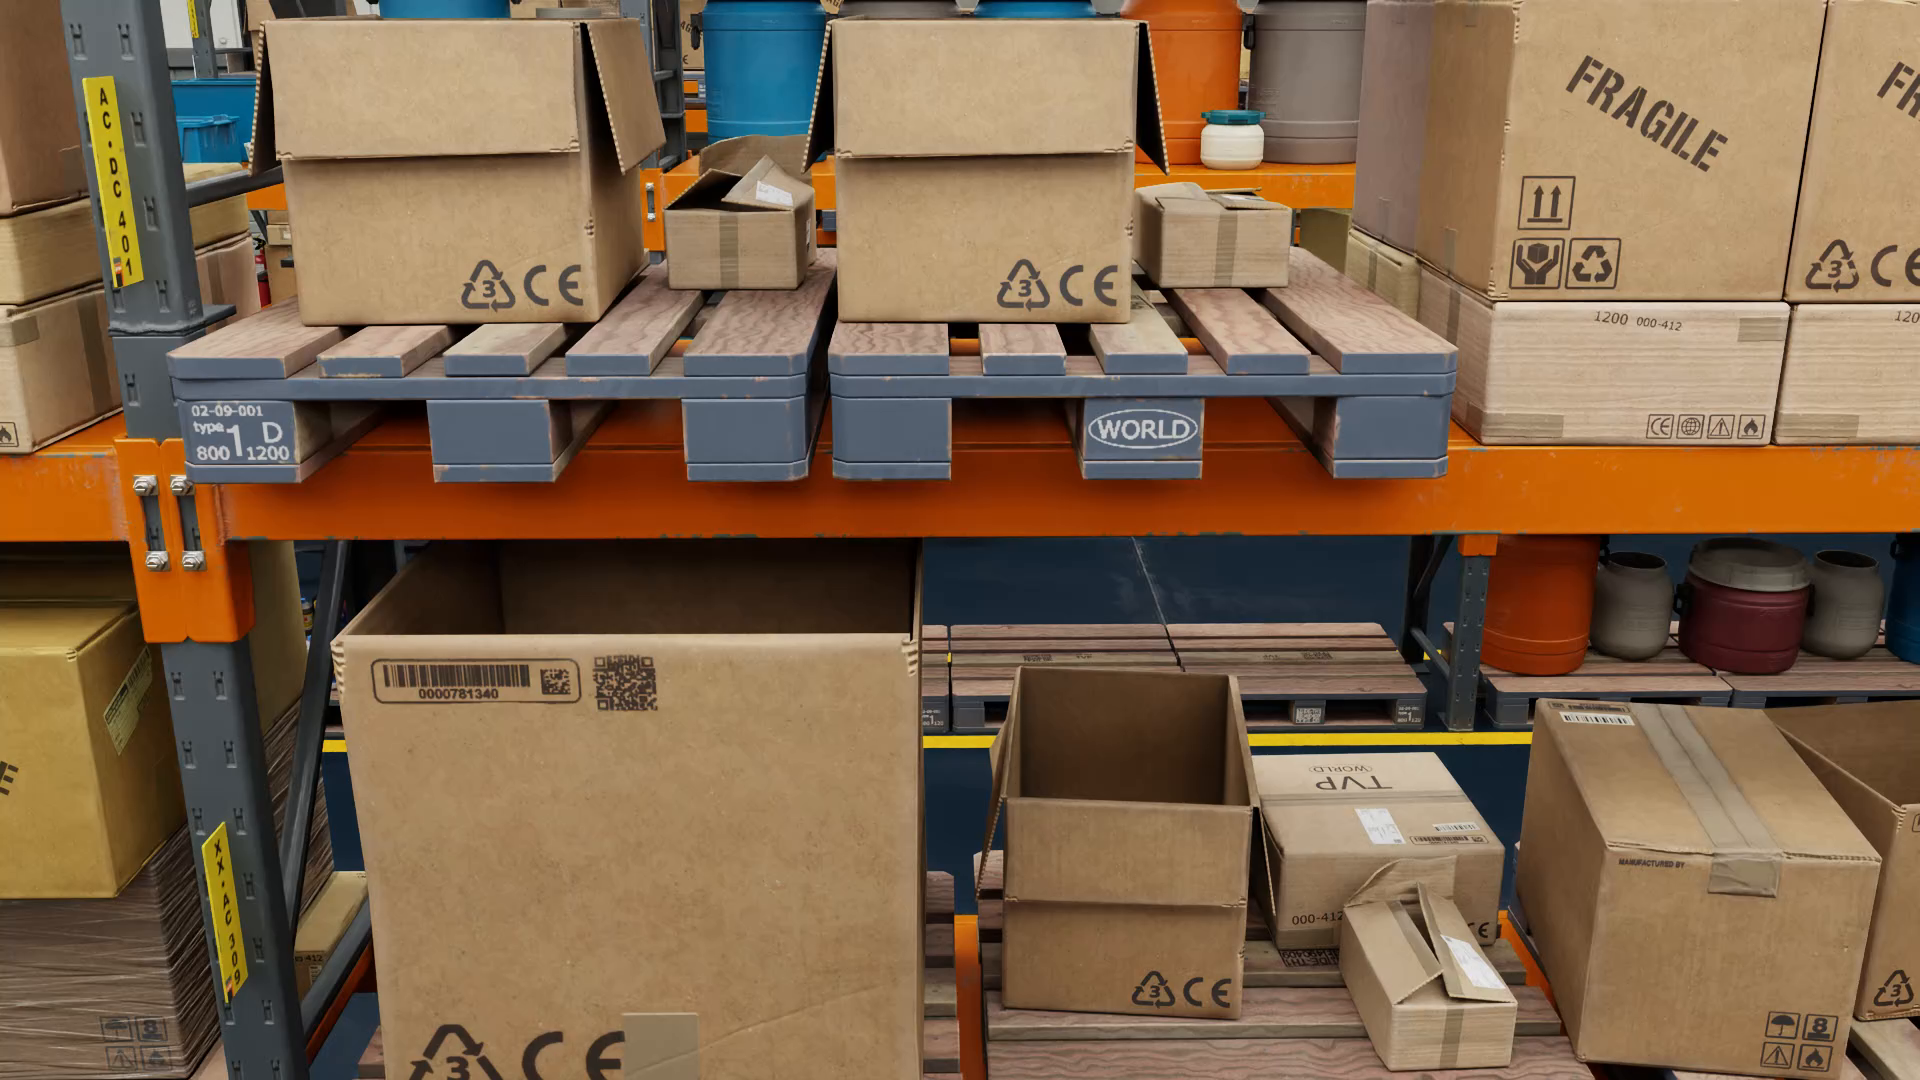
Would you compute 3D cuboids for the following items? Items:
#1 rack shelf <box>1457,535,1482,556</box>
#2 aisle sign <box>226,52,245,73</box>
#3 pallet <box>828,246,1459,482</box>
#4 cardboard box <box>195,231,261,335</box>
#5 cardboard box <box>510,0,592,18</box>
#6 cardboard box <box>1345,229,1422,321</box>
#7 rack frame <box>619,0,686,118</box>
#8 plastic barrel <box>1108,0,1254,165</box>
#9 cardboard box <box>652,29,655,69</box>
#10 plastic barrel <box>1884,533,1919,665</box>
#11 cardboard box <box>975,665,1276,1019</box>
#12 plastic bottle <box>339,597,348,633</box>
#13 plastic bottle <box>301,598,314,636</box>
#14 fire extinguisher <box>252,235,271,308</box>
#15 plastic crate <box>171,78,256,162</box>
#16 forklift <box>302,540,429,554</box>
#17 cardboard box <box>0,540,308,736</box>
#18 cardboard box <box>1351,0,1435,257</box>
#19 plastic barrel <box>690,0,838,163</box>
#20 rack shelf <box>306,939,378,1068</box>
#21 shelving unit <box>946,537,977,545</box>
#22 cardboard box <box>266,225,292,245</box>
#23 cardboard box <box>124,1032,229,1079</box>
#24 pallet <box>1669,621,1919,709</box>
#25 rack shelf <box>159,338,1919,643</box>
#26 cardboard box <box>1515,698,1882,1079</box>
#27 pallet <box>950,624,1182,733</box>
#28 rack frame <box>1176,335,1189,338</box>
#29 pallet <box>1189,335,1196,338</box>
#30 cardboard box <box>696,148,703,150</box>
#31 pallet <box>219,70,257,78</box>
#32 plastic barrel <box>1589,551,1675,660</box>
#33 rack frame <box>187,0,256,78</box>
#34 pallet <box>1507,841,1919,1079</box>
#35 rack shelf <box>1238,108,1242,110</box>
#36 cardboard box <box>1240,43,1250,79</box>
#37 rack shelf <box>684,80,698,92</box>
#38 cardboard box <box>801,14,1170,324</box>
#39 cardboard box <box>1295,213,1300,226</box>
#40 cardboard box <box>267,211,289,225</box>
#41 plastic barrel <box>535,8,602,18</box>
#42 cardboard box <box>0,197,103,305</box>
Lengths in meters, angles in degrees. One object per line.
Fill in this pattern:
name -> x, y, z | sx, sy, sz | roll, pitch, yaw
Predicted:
rack shelf -> 0.549, -0.245, 8.579 | 4.000, 0.370, 1.077 | 0, 18, -1
aisle sign -> -5.595, -3.399, 12.976 | 0.004, 0.787, 0.394 | 0, 18, -1
pallet -> 0.283, -0.381, 3.220 | 1.003, 0.211, 1.213 | 0, 18, -1
cardboard box -> -1.827, -0.498, 3.525 | 0.500, 0.250, 0.500 | -1, 18, -3
cardboard box -> -3.174, -3.866, 12.691 | 0.637, 0.503, 0.797 | 2, 18, 5
cardboard box -> 1.126, -0.509, 3.559 | 0.500, 0.250, 0.500 | 0, 18, 0
rack frame -> -1.451, -3.435, 7.522 | 0.127, 3.000, 1.000 | 0, 18, -1
plastic barrel -> 1.070, -2.289, 8.159 | 0.708, 0.830, 0.600 | 0, 18, -1
cardboard box -> -3.168, -4.998, 17.112 | 0.500, 0.500, 0.500 | -1, 18, -3
plastic barrel -> 5.296, 0.183, 8.813 | 0.708, 0.901, 0.600 | 0, 18, -1
cardboard box -> 0.359, 0.649, 3.757 | 0.637, 0.503, 0.797 | 2, 18, 5
plastic bottle -> -3.366, 0.422, 9.048 | 0.133, 0.283, 0.061 | 0, 18, -1
plastic bottle -> -3.621, 0.422, 9.184 | 0.097, 0.201, 0.097 | 0, 18, 0
fire extinguisher -> -5.650, -2.176, 13.547 | 0.183, 0.674, 0.296 | 0, 18, -1
plastic crate -> -3.548, -2.081, 8.238 | 0.575, 0.384, 0.392 | 0, 18, -1
forklift -> -2.743, -1.281, 10.741 | 3.031, 2.935, 1.130 | -2, 18, -7
cardboard box -> -1.827, 0.194, 3.745 | 0.500, 0.500, 0.500 | 0, 18, -1
cardboard box -> 1.143, -0.869, 3.453 | 0.500, 0.500, 0.500 | -1, 18, -2
plastic barrel -> -0.946, -2.314, 8.118 | 0.708, 0.901, 0.600 | 0, 18, -1
rack shelf -> -3.372, 1.287, 3.803 | 4.000, 0.370, 1.077 | 0, 18, -1
shelving unit -> 0.008, -0.429, 11.410 | 0.210, 0.900, 0.258 | 0, 18, -1
cardboard box -> -5.129, -2.364, 12.781 | 0.250, 0.149, 0.380 | 0, 18, -1
cardboard box -> -1.583, 1.145, 3.478 | 0.250, 0.149, 0.380 | 0, 18, -1
pallet -> 4.553, 0.709, 8.992 | 1.213, 0.211, 1.003 | 0, 18, -1
rack shelf -> 0.627, -0.161, 3.405 | 4.000, 0.370, 1.077 | 0, 18, -1
cardboard box -> 1.531, 0.716, 3.554 | 0.500, 0.500, 0.700 | 2, 18, 7
pallet -> 0.557, 0.727, 8.934 | 1.213, 0.211, 1.003 | 0, 18, -1
rack frame -> 2.392, -3.623, 17.931 | 0.127, 3.000, 1.000 | 0, 18, -1
pallet -> 3.182, -2.276, 18.297 | 1.213, 0.211, 1.003 | 0, 18, -1
cardboard box -> -2.598, -3.959, 17.964 | 0.500, 0.500, 0.500 | 0, 18, -1
pallet -> -4.818, -3.453, 12.636 | 1.213, 0.211, 1.003 | 0, 18, -1
plastic barrel -> 3.601, 0.350, 8.932 | 0.421, 0.512, 0.421 | 0, 18, 0
rack frame -> -5.525, -4.928, 12.178 | 0.127, 3.000, 1.000 | 0, 18, -1
pallet -> 1.916, 1.043, 3.700 | 1.003, 0.211, 1.213 | 0, 18, -1
rack shelf -> 0.474, -3.186, 12.837 | 4.000, 0.370, 1.077 | 0, 18, -1
cardboard box -> 2.021, -3.648, 12.655 | 0.500, 0.250, 0.500 | -2, 18, -5
rack shelf -> -3.607, -4.680, 17.493 | 4.000, 0.370, 1.077 | 0, 18, -1
cardboard box -> 0.041, -0.720, 3.113 | 0.637, 0.503, 0.797 | 0, 18, 1
cardboard box -> 3.494, -3.457, 17.791 | 0.250, 0.149, 0.380 | 0, 18, -1
cardboard box -> -5.005, -2.736, 12.877 | 0.500, 0.500, 0.700 | 0, 18, -1
plastic barrel -> -1.885, -2.317, 8.080 | 0.421, 0.512, 0.421 | 0, 18, 0
cardboard box -> -1.693, -0.522, 2.947 | 0.250, 0.149, 0.380 | 0, 18, 1
